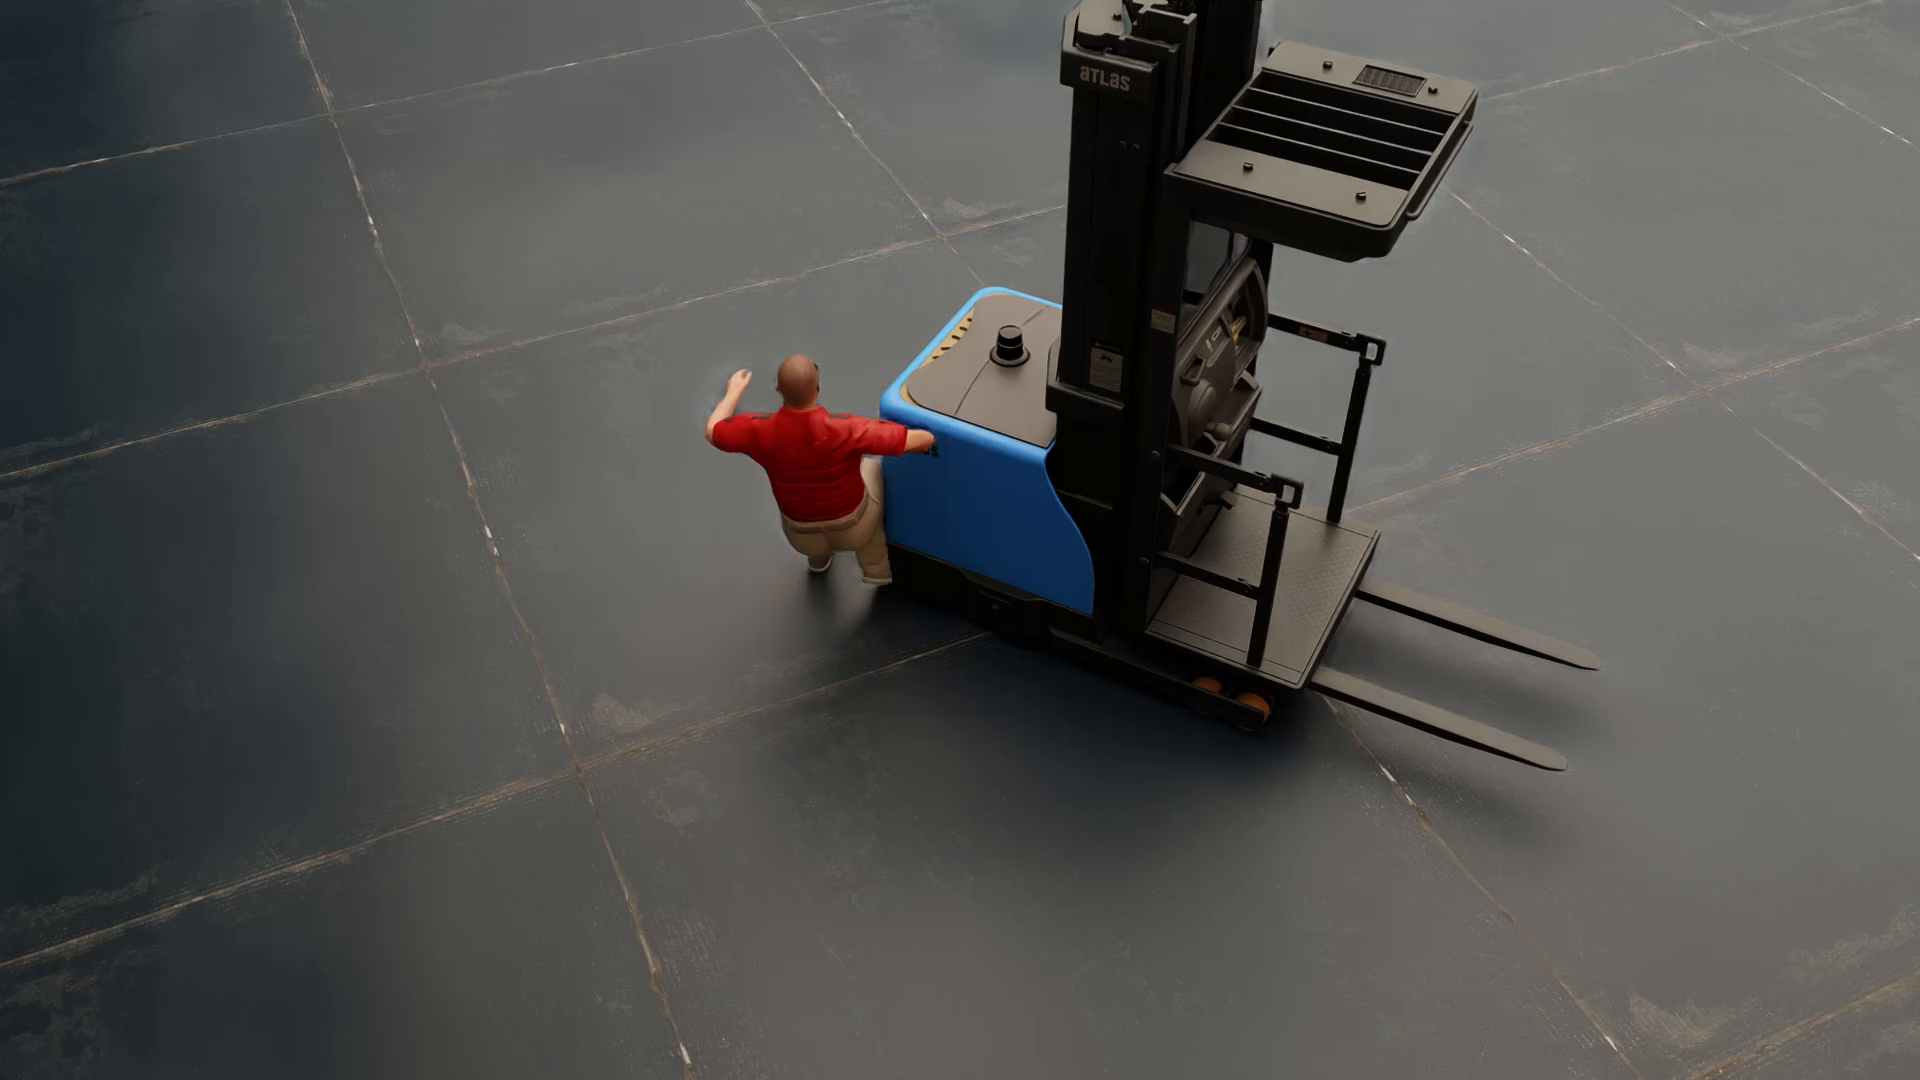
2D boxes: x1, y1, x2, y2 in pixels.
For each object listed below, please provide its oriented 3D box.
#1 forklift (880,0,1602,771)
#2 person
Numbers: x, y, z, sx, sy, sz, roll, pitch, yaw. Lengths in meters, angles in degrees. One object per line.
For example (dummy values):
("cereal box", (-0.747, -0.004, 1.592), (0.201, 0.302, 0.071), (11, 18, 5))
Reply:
("forklift", (1.195, -0.688, 6.418), (3.031, 2.935, 1.130), (20, 47, 20))
("person", (-0.560, -0.315, 7.077), (0.968, 1.491, 0.846), (-2, 43, -2))
